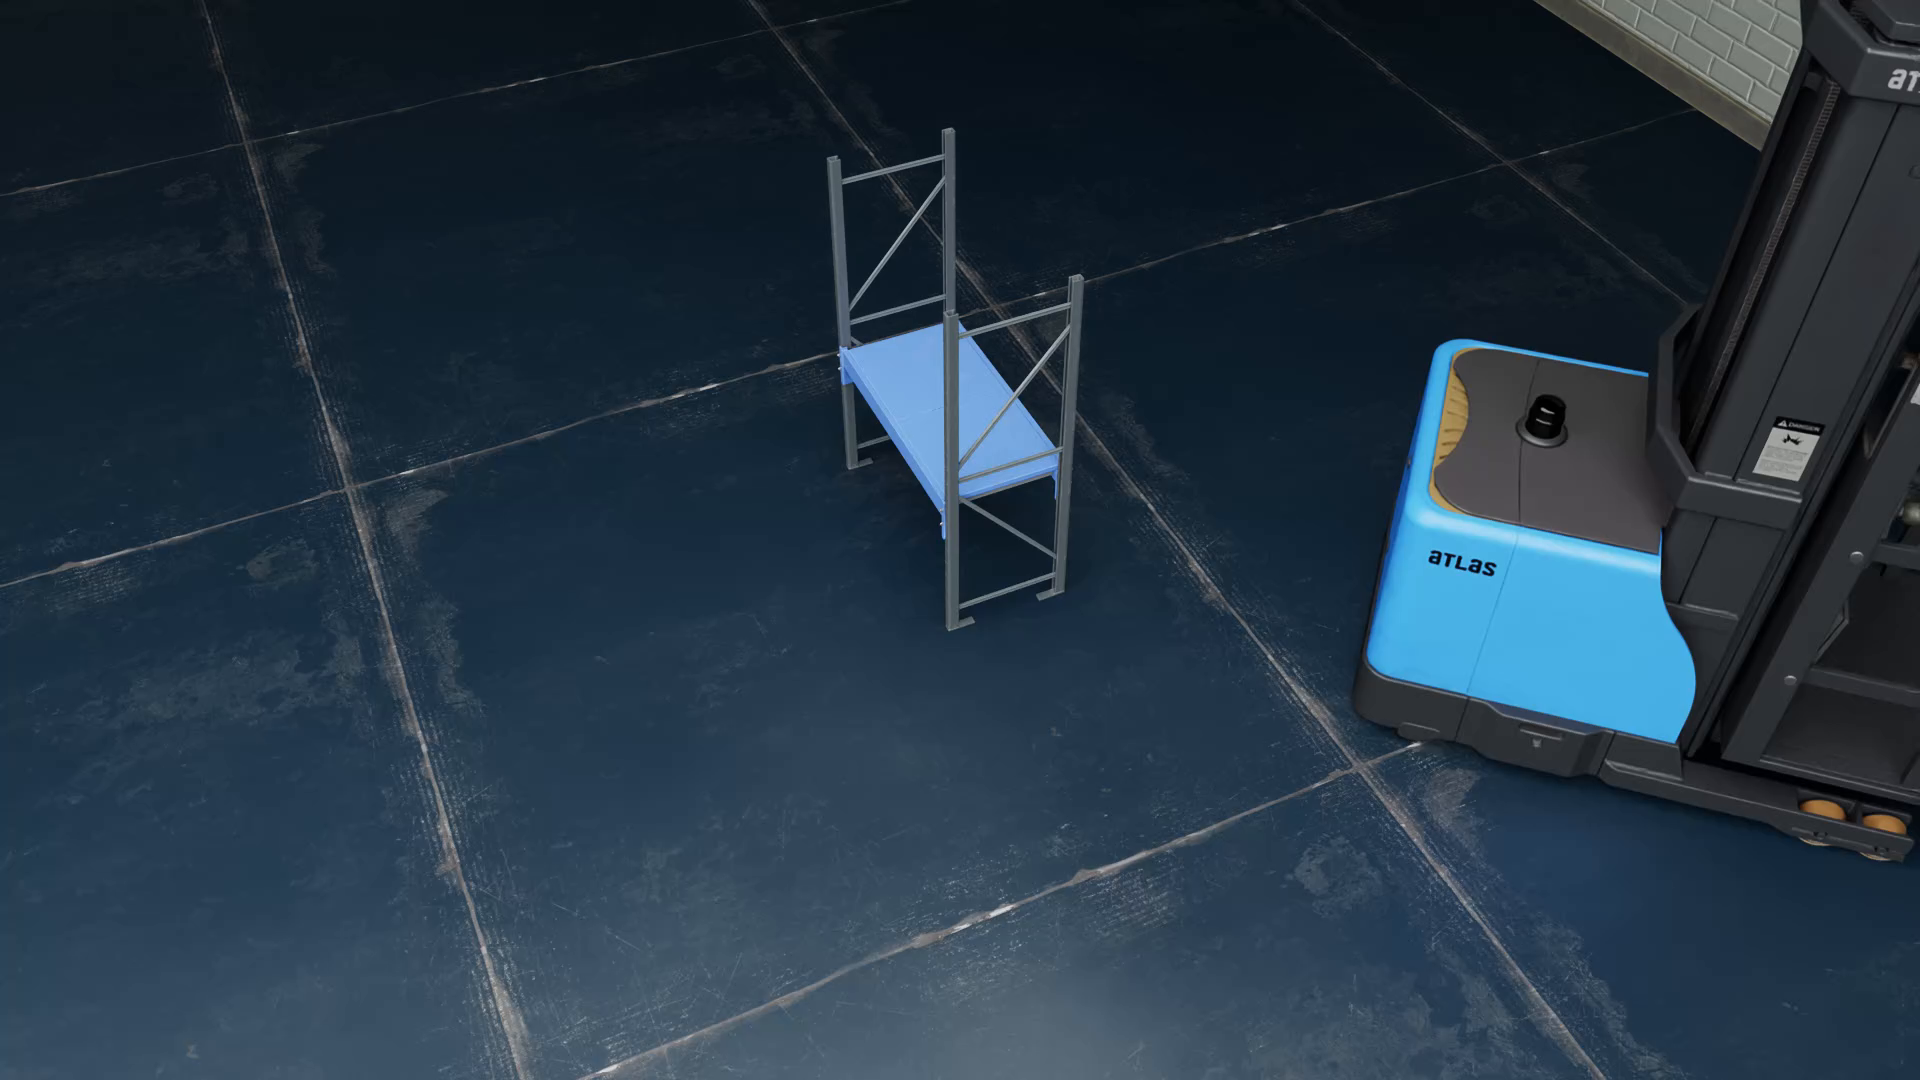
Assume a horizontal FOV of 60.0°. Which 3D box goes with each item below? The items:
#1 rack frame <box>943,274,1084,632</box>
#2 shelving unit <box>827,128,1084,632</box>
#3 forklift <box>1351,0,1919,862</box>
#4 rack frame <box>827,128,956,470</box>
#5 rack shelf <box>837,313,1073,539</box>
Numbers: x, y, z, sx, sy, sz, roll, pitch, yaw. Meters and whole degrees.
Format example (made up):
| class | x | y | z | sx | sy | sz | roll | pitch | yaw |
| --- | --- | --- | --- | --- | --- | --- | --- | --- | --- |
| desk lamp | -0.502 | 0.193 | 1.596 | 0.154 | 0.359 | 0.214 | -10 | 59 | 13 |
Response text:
| class | x | y | z | sx | sy | sz | roll | pitch | yaw |
| --- | --- | --- | --- | --- | --- | --- | --- | --- | --- |
| rack frame | 0.178 | -0.264 | 5.950 | 0.500 | 1.500 | 0.032 | -18 | 47 | -17 |
| shelving unit | -0.036 | -0.588 | 6.278 | 0.538 | 1.500 | 1.048 | -18 | 47 | -17 |
| forklift | 3.001 | -0.377 | 5.046 | 3.031 | 2.935 | 1.130 | 13 | 46 | 13 |
| rack frame | -0.250 | -0.912 | 6.607 | 0.500 | 1.500 | 0.032 | -18 | 47 | -17 |
| rack shelf | -0.036 | -0.460 | 6.405 | 0.538 | 0.185 | 1.000 | -18 | 47 | -17 |
